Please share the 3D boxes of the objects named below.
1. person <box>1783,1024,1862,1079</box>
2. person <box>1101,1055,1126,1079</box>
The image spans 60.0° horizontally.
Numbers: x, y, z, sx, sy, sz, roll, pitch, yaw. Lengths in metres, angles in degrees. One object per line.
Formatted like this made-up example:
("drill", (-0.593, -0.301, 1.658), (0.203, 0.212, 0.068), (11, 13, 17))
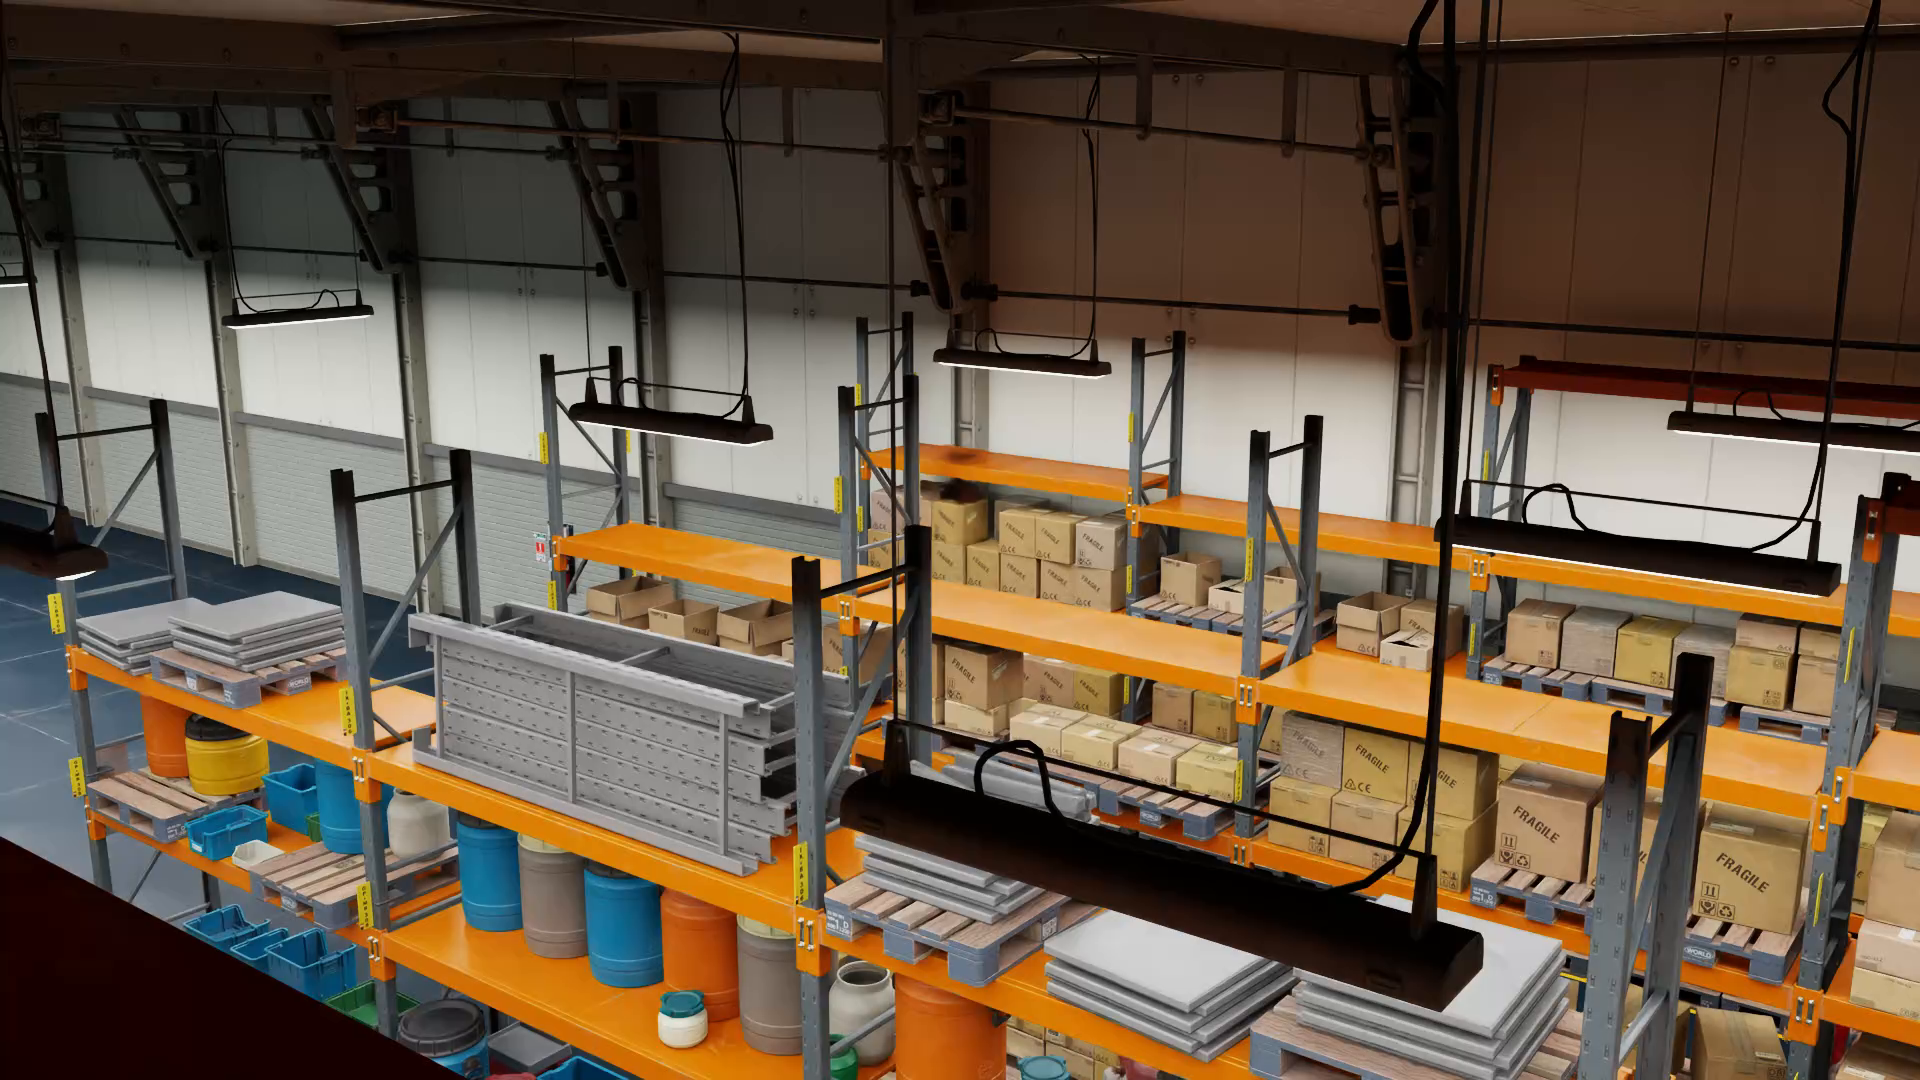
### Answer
("person", (6.812, 4.276, 13.080), (0.846, 1.780, 0.638), (11, 17, 39))
("person", (1.252, 4.449, 12.358), (0.513, 1.684, 0.377), (11, 17, 40))
